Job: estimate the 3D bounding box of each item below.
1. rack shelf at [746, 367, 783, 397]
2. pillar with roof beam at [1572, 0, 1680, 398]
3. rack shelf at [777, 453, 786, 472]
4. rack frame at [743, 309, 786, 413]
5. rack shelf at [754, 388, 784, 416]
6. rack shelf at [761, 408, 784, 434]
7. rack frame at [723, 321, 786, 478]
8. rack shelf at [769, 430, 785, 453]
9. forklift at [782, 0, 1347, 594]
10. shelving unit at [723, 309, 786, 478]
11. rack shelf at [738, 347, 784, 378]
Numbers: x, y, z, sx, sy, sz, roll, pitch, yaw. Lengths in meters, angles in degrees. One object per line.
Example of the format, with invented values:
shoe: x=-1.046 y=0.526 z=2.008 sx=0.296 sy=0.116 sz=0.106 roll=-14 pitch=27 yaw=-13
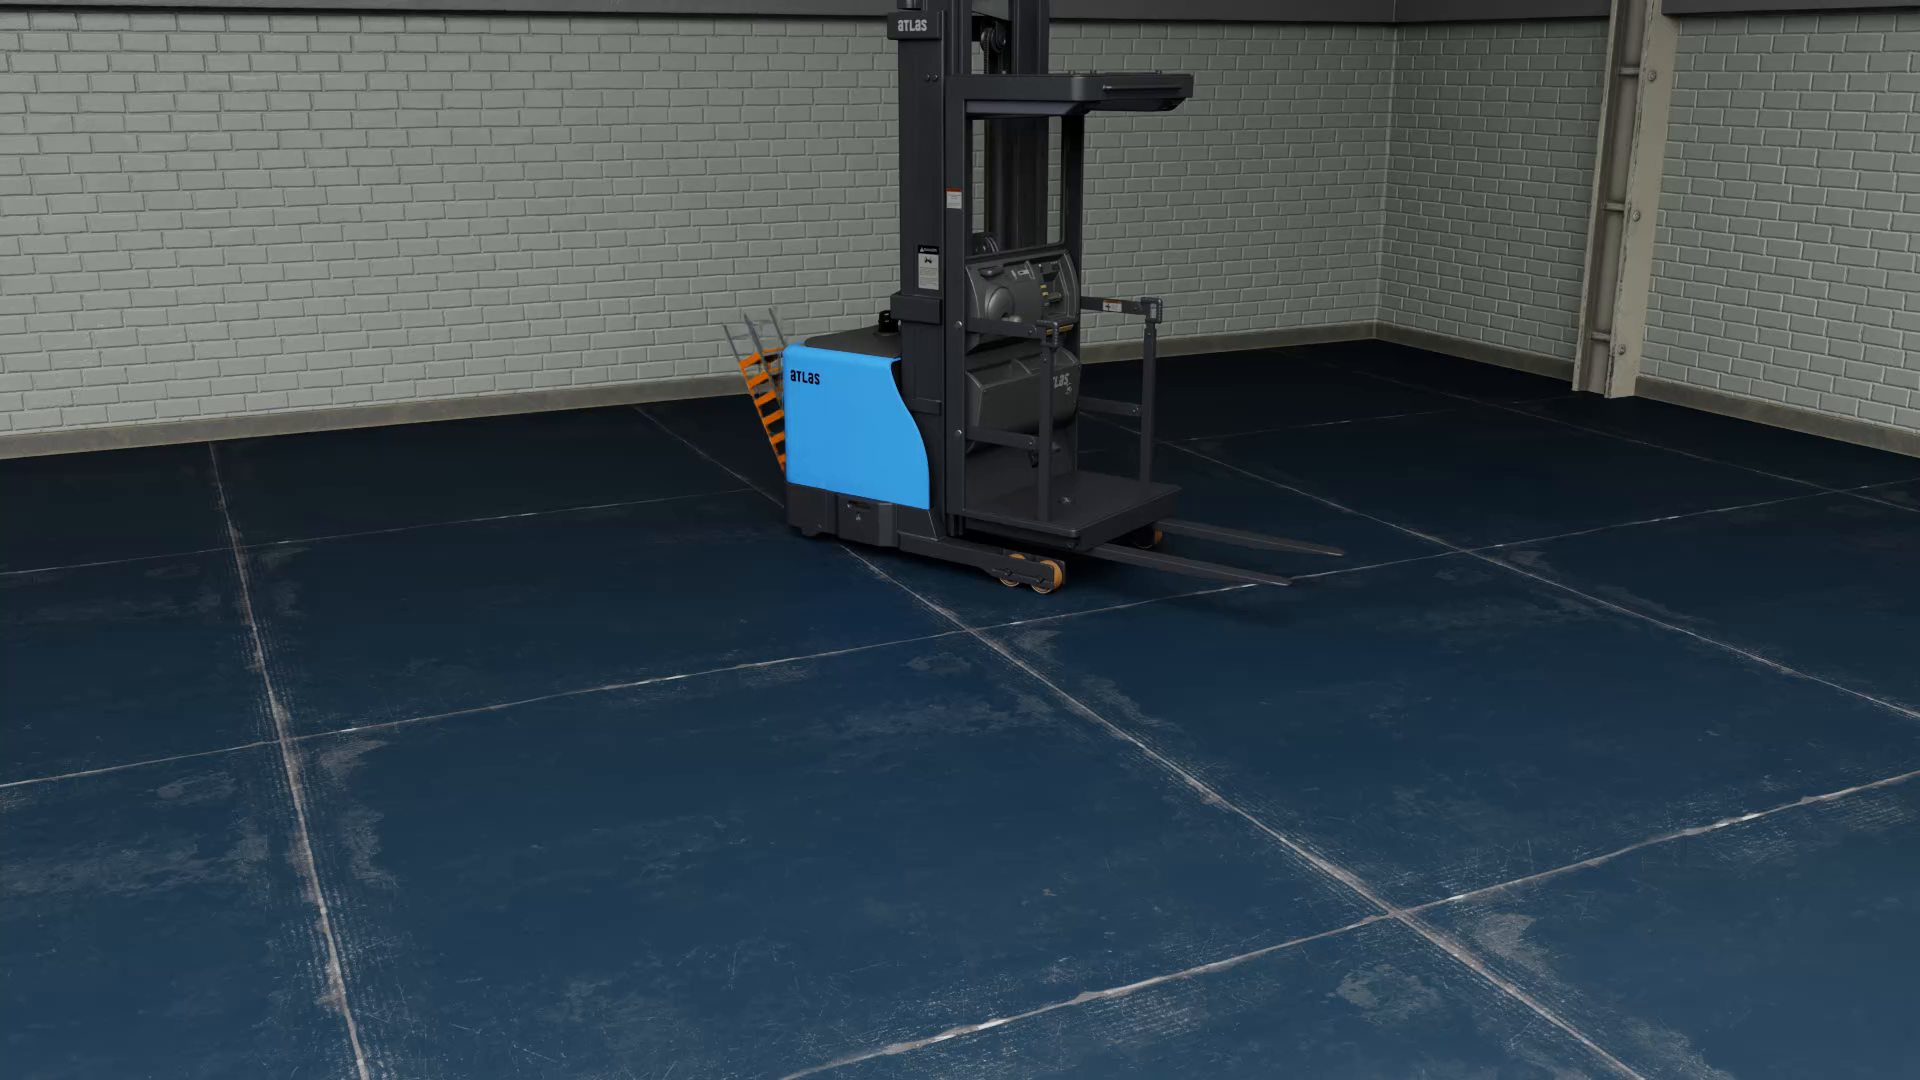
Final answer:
rack shelf: x=-1.107 y=-0.945 z=9.833 sx=0.180 sy=0.103 sz=0.258 roll=-23 pitch=-1 yaw=39
pillar with roof beam: x=1.315 y=-4.994 z=10.339 sx=9.100 sy=9.000 sz=0.400 roll=-8 pitch=18 yaw=-25
rack shelf: x=-0.924 y=-0.502 z=9.824 sx=0.180 sy=0.103 sz=0.258 roll=-23 pitch=-1 yaw=39
rack frame: x=-0.967 y=-0.793 z=9.772 sx=0.006 sy=1.200 sz=0.240 roll=-23 pitch=-1 yaw=39
rack shelf: x=-1.062 y=-0.834 z=9.831 sx=0.180 sy=0.103 sz=0.258 roll=-23 pitch=-1 yaw=39
rack shelf: x=-1.016 y=-0.723 z=9.828 sx=0.180 sy=0.103 sz=0.258 roll=-23 pitch=-1 yaw=39
rack frame: x=-1.098 y=-0.736 z=9.886 sx=0.006 sy=1.200 sz=0.240 roll=-23 pitch=-1 yaw=39
rack shelf: x=-0.970 y=-0.613 z=9.826 sx=0.180 sy=0.103 sz=0.258 roll=-23 pitch=-1 yaw=39
forklift: x=0.500 y=-1.307 z=8.490 sx=3.031 sy=2.935 sz=1.130 roll=12 pitch=20 yaw=35
shelving unit: x=-1.033 y=-0.765 z=9.829 sx=0.189 sy=1.200 sz=0.258 roll=-23 pitch=-1 yaw=39
rack shelf: x=-1.153 y=-1.056 z=9.835 sx=0.180 sy=0.103 sz=0.258 roll=-23 pitch=-1 yaw=39
